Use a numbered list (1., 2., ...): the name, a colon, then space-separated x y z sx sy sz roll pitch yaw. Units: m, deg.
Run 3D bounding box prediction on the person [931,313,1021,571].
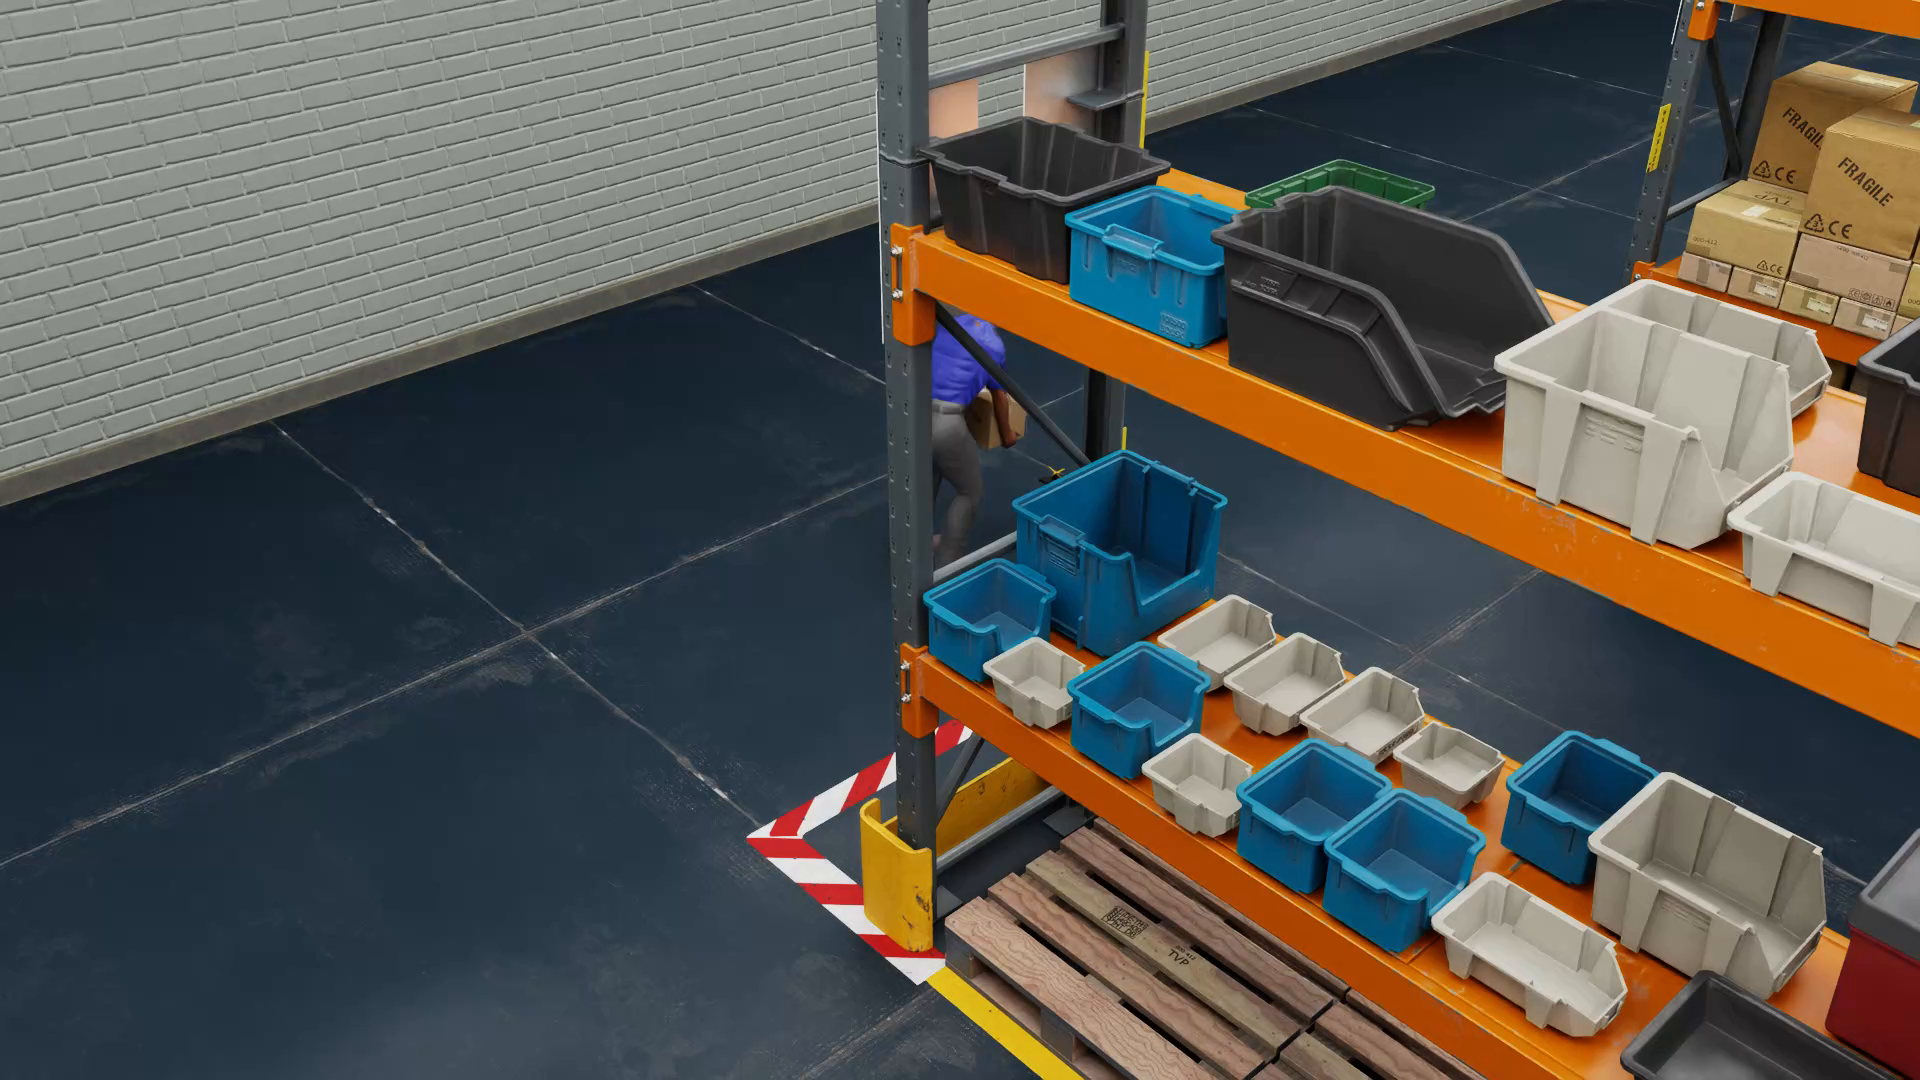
1. person: 0.003 -0.559 8.207 0.662 1.488 0.413 -27 41 -36
